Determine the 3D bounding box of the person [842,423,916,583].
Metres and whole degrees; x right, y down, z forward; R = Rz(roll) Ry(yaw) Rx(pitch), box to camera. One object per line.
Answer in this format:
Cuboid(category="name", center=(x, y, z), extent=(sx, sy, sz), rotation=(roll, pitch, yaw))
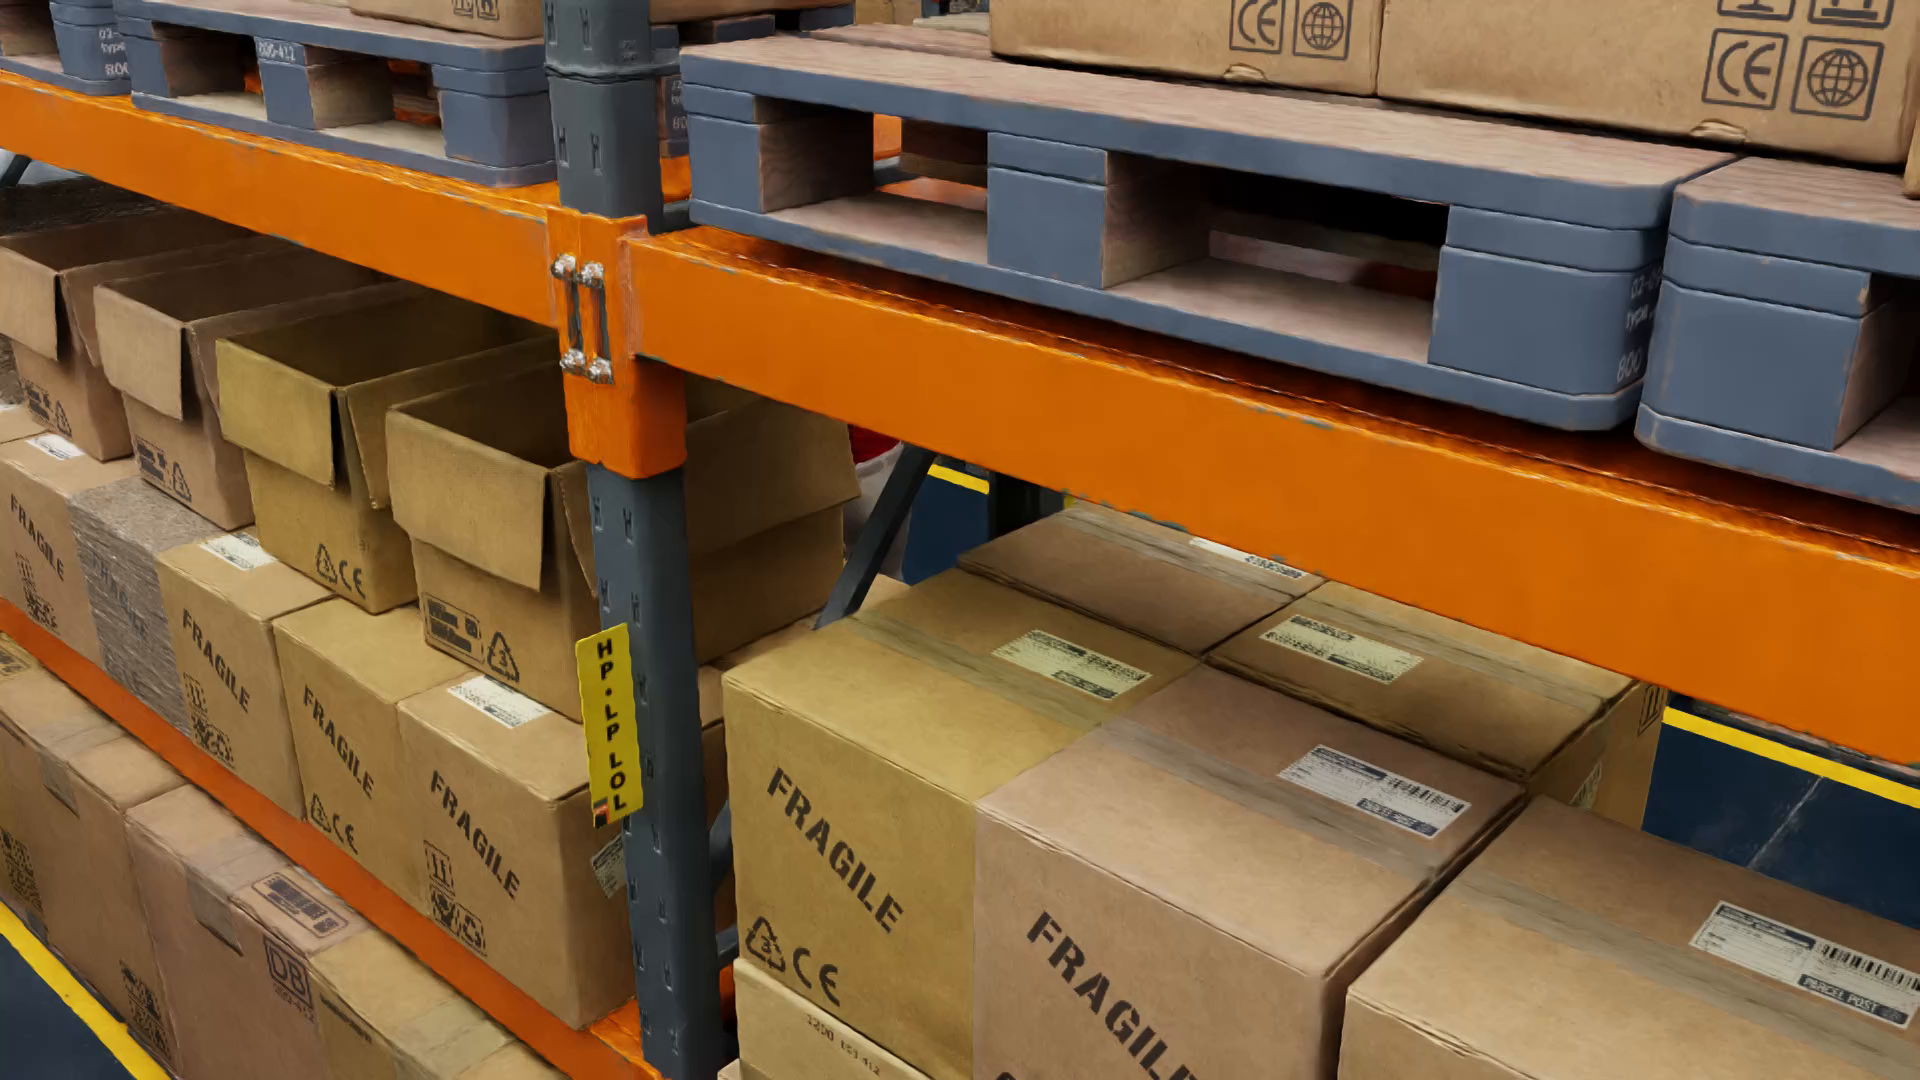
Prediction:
Cuboid(category="person", center=(-0.429, -0.144, 6.521), extent=(0.455, 1.840, 0.559), rotation=(19, 30, 37))
